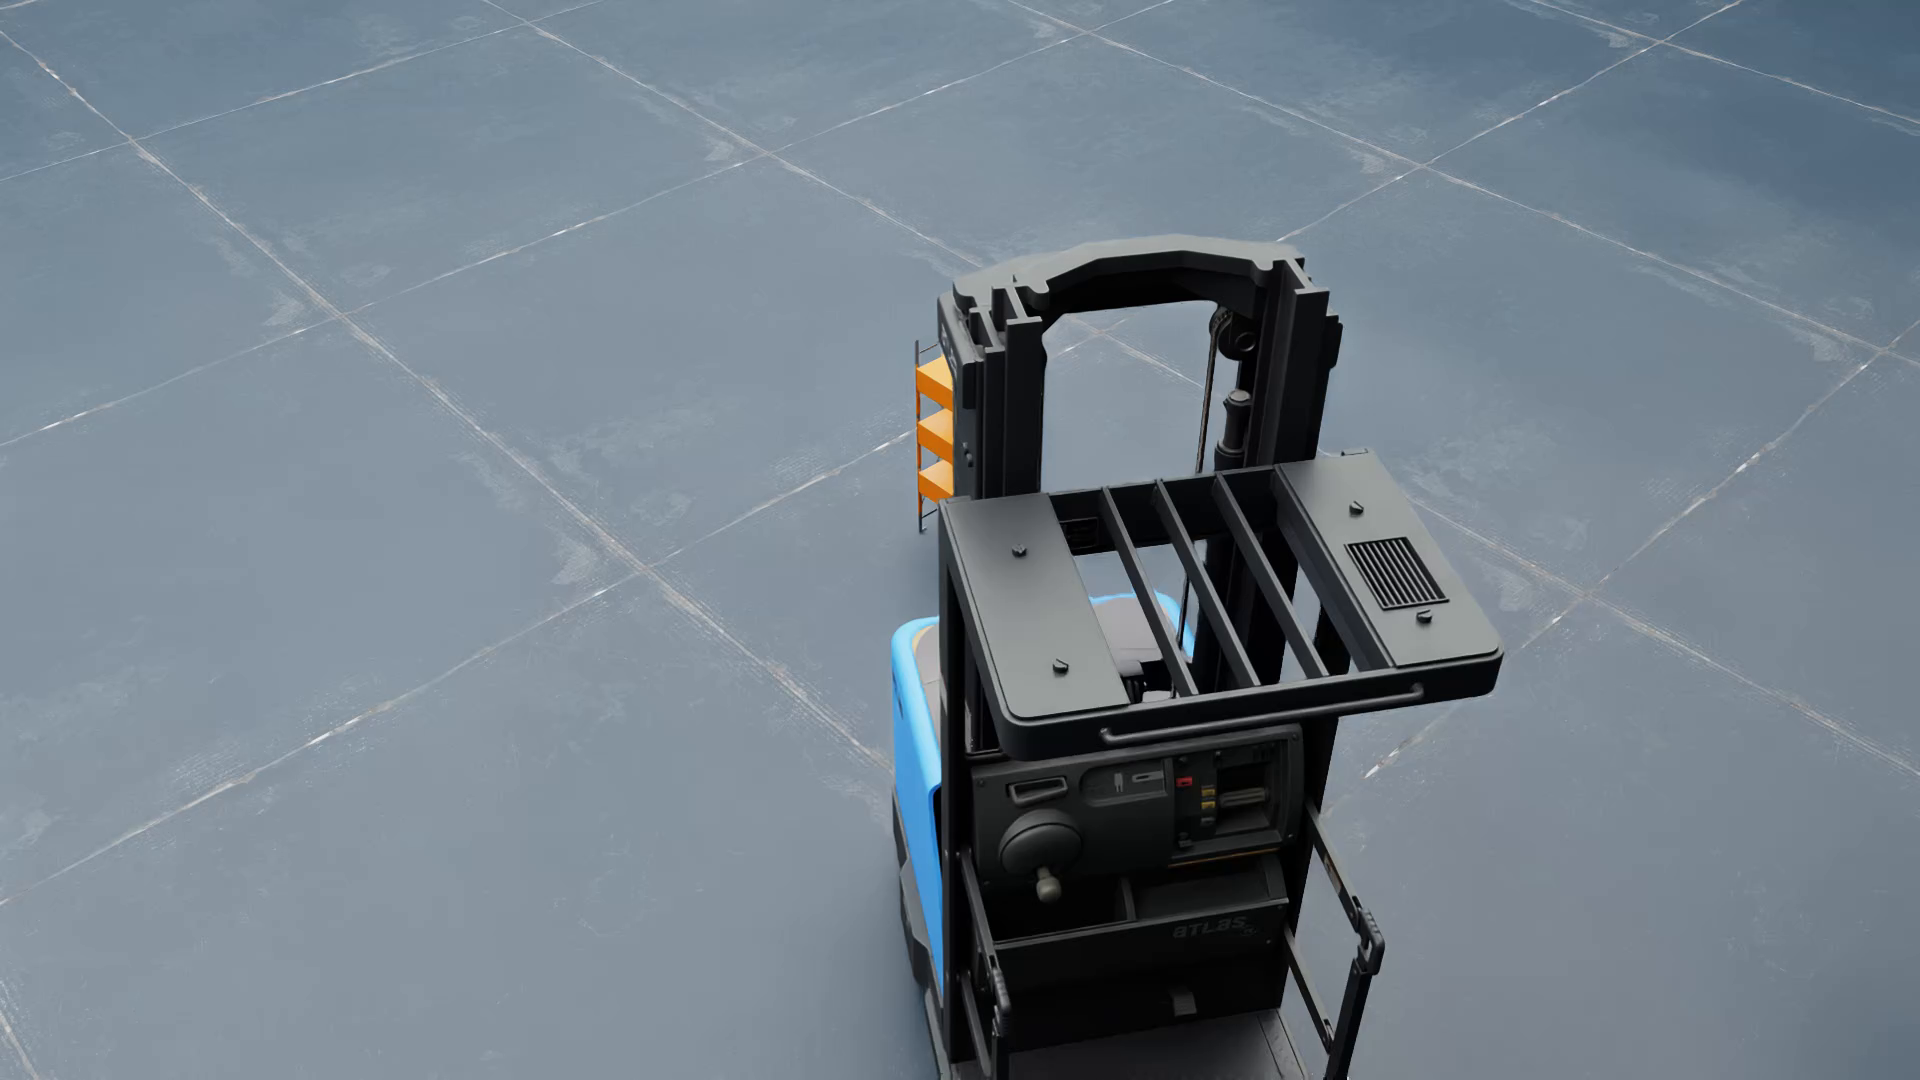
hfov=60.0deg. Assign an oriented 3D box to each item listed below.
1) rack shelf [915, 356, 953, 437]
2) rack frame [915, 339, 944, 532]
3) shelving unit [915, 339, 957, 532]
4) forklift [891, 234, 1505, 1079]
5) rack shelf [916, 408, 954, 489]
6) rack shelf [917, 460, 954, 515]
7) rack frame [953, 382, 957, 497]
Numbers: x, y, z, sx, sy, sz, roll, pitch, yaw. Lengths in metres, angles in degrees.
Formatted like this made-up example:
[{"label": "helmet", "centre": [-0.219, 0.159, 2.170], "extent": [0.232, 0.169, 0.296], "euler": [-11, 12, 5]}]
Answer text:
[{"label": "rack shelf", "centre": [-0.036, -0.646, 7.279], "extent": [0.215, 0.259, 0.240], "euler": [-30, 48, -32]}, {"label": "rack frame", "centre": [-0.119, -0.490, 7.521], "extent": [0.200, 1.050, 0.008], "euler": [-30, 48, -32]}, {"label": "shelving unit", "centre": [-0.036, -0.433, 7.451], "extent": [0.215, 1.050, 0.252], "euler": [-30, 48, -32]}, {"label": "forklift", "centre": [0.539, 0.824, 4.397], "extent": [1.130, 2.935, 3.031], "euler": [-7, 39, -9]}, {"label": "rack shelf", "centre": [-0.036, -0.425, 7.457], "extent": [0.215, 0.259, 0.240], "euler": [-30, 48, -32]}, {"label": "rack shelf", "centre": [-0.036, -0.209, 7.632], "extent": [0.215, 0.259, 0.240], "euler": [-30, 48, -32]}, {"label": "rack frame", "centre": [0.046, -0.377, 7.381], "extent": [0.200, 1.050, 0.008], "euler": [-30, 48, -32]}]
